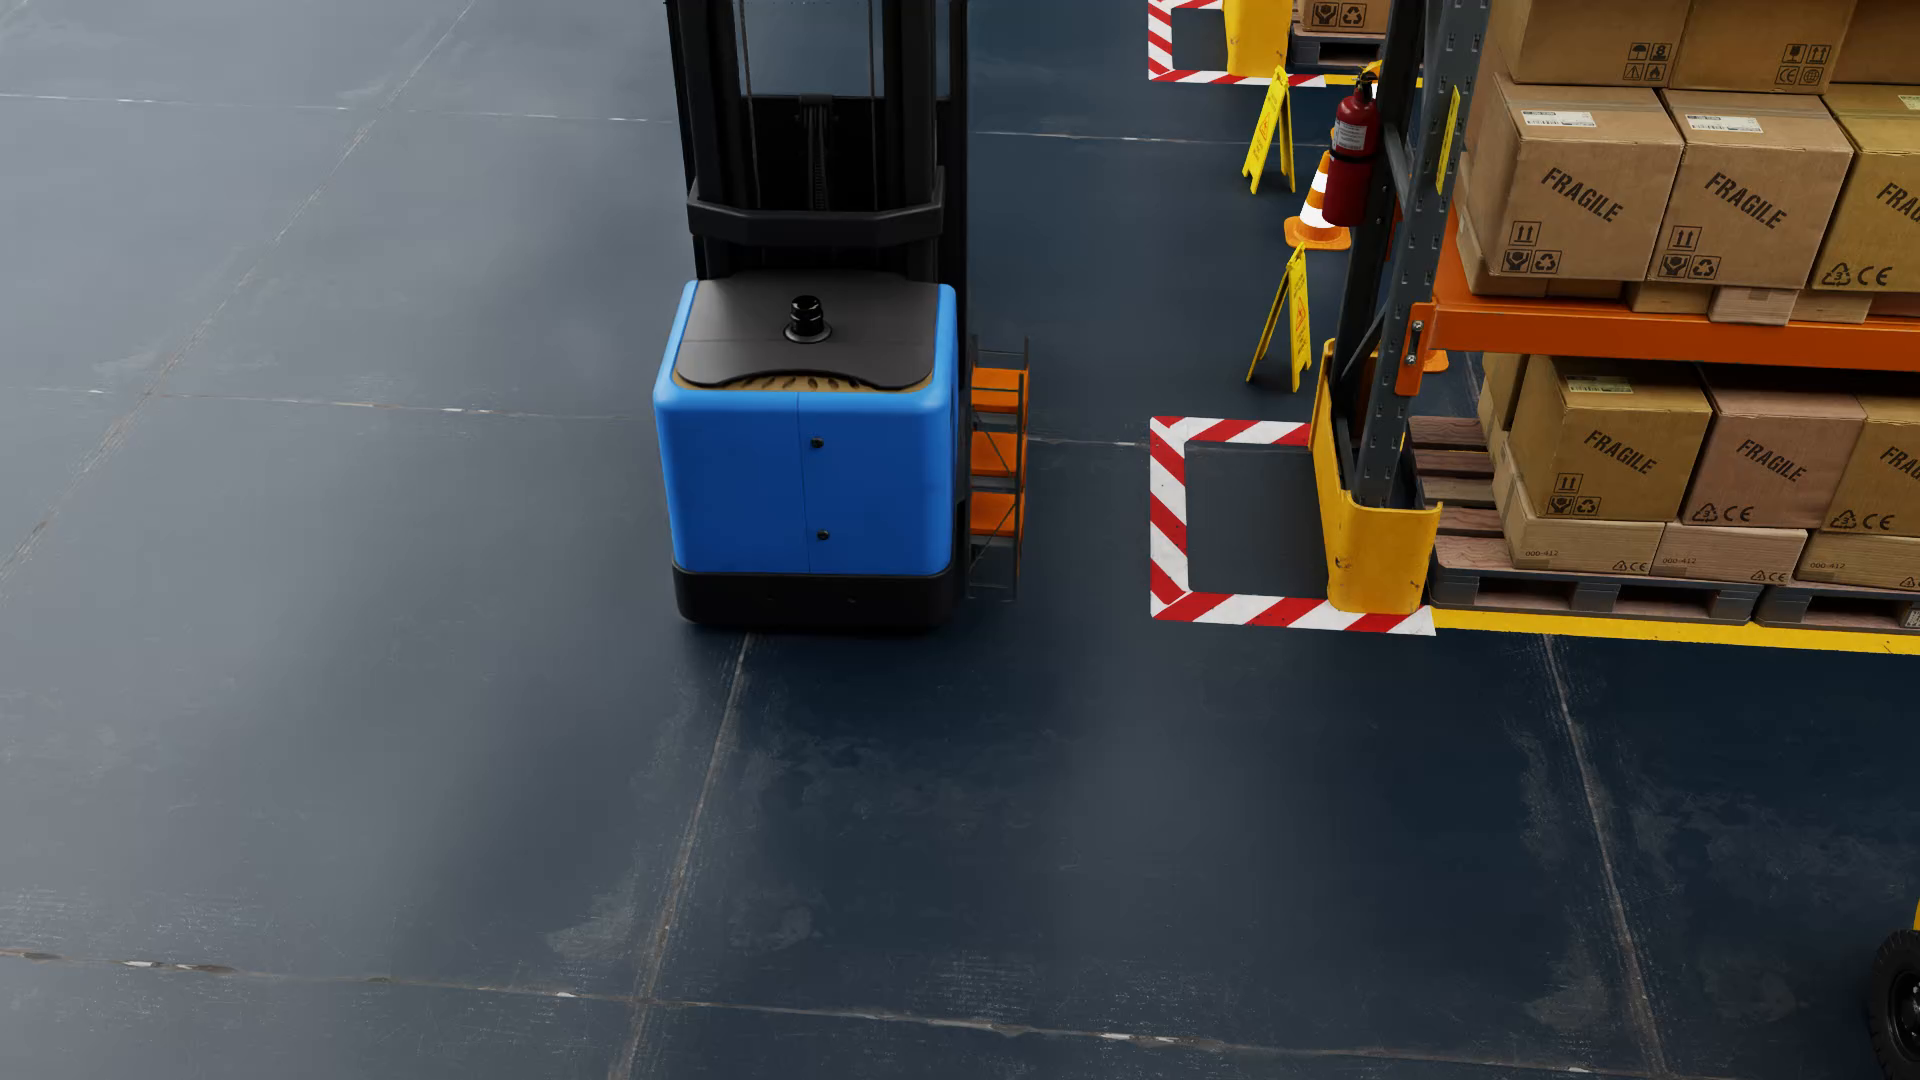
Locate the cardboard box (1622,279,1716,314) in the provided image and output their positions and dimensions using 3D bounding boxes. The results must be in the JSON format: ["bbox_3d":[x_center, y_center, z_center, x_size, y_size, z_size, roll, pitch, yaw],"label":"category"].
[{"bbox_3d":[2.398,-0.936,5.694,0.250,0.149,0.380,2,39,2],"label":"cardboard box"}]

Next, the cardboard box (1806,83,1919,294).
[{"bbox_3d":[3.040,-1.153,5.447,0.500,0.500,0.500,2,39,3],"label":"cardboard box"}]

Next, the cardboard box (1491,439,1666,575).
[{"bbox_3d":[2.347,-0.131,6.352,0.500,0.250,0.500,3,39,3],"label":"cardboard box"}]

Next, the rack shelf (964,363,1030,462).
[{"bbox_3d":[0.135,-0.464,6.026,0.215,0.259,0.240,4,39,5],"label":"rack shelf"}]

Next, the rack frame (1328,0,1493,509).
[{"bbox_3d":[1.568,-1.252,5.884,0.127,3.000,1.000,3,39,4],"label":"rack frame"}]

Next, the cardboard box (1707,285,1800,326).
[{"bbox_3d":[2.647,-0.893,5.642,0.250,0.149,0.380,4,39,5],"label":"cardboard box"}]

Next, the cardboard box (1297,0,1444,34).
[{"bbox_3d":[2.575,-3.715,10.259,0.875,0.875,0.875,3,39,4],"label":"cardboard box"}]

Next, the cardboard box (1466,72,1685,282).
[{"bbox_3d":[2.016,-1.206,5.512,0.500,0.500,0.500,3,39,3],"label":"cardboard box"}]

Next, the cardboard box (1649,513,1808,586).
[{"bbox_3d":[2.855,-0.098,6.312,0.500,0.250,0.500,4,39,5],"label":"cardboard box"}]

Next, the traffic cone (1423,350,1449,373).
[{"bbox_3d":[2.107,-1.056,7.653,0.334,0.463,0.336,3,39,4],"label":"traffic cone"}]

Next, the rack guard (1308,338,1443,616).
[{"bbox_3d":[1.643,-0.279,6.668,0.348,0.500,1.175,3,39,4],"label":"rack guard"}]

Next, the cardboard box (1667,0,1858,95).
[{"bbox_3d":[2.599,-1.872,5.537,0.500,0.500,0.700,3,39,4],"label":"cardboard box"}]

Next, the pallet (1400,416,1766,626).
[{"bbox_3d":[2.450,-0.100,6.677,1.213,0.211,1.003,3,39,4],"label":"pallet"}]

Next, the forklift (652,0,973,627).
[{"bbox_3d":[-0.508,-1.719,6.511,1.130,2.935,3.031,1,39,1],"label":"forklift"}]

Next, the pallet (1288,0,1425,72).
[{"bbox_3d":[2.697,-3.295,10.602,1.213,0.211,1.003,3,39,4],"label":"pallet"}]

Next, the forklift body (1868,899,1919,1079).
[{"bbox_3d":[3.190,1.155,3.599,1.214,2.155,2.313,3,39,4],"label":"forklift body"}]

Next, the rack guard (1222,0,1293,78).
[{"bbox_3d":[1.870,-3.403,10.506,0.348,0.500,1.175,3,39,4],"label":"rack guard"}]

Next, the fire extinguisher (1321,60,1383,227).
[{"bbox_3d":[1.493,-1.518,6.272,0.183,0.674,0.296,3,39,4],"label":"fire extinguisher"}]

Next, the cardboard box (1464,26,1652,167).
[{"bbox_3d":[2.132,-1.550,5.935,0.500,0.500,0.500,2,39,3],"label":"cardboard box"}]

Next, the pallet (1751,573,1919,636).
[{"bbox_3d":[3.662,-0.032,6.594,1.213,0.211,1.003,3,39,4],"label":"pallet"}]

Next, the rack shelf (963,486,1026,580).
[{"bbox_3d":[0.133,-0.028,6.381,0.215,0.259,0.240,4,39,5],"label":"rack shelf"}]

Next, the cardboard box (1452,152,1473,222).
[{"bbox_3d":[1.959,-1.269,6.103,0.250,0.149,0.380,4,39,5],"label":"cardboard box"}]

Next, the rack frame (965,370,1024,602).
[{"bbox_3d":[0.121,-0.175,6.105,0.200,1.050,0.008,4,39,5],"label":"rack frame"}]

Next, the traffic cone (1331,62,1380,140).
[{"bbox_3d":[2.301,-2.465,9.383,0.334,0.463,0.336,3,39,4],"label":"traffic cone"}]

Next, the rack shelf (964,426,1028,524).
[{"bbox_3d":[0.134,-0.244,6.205,0.215,0.259,0.240,4,39,5],"label":"rack shelf"}]

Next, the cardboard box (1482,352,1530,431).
[{"bbox_3d":[2.388,-0.760,6.530,0.500,0.500,0.500,3,39,4],"label":"cardboard box"}]

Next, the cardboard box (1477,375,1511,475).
[{"bbox_3d":[2.420,-0.473,6.771,0.500,0.250,0.500,3,39,4],"label":"cardboard box"}]

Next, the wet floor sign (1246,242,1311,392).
[{"bbox_3d":[1.471,-1.023,7.466,0.232,0.644,0.267,16,42,19],"label":"wet floor sign"}]

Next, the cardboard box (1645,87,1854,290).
[{"bbox_3d":[2.532,-1.180,5.480,0.500,0.500,0.500,4,39,5],"label":"cardboard box"}]

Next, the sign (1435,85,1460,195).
[{"bbox_3d":[1.521,-1.247,5.191,0.005,0.325,0.100,3,39,4],"label":"sign"}]

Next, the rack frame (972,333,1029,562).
[{"bbox_3d":[0.148,-0.329,6.293,0.200,1.050,0.008,4,39,5],"label":"rack frame"}]

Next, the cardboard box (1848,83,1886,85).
[{"bbox_3d":[3.129,-1.491,5.862,0.500,0.500,0.500,3,39,4],"label":"cardboard box"}]

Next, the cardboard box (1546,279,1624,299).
[{"bbox_3d":[2.141,-1.002,5.775,0.250,0.149,0.380,4,39,5],"label":"cardboard box"}]

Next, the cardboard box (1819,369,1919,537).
[{"bbox_3d":[3.392,-0.363,6.042,0.500,0.500,0.500,4,39,5],"label":"cardboard box"}]

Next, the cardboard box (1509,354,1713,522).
[{"bbox_3d":[2.371,-0.421,6.114,0.500,0.500,0.500,2,39,2],"label":"cardboard box"}]

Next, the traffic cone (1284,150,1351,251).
[{"bbox_3d":[1.864,-1.773,8.533,0.334,0.463,0.336,3,39,4],"label":"traffic cone"}]

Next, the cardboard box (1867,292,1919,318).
[{"bbox_3d":[3.176,-0.924,5.679,0.250,0.149,0.380,4,39,5],"label":"cardboard box"}]

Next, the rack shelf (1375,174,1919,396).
[{"bbox_3d":[3.560,-0.864,5.977,4.000,0.370,1.077,3,39,4],"label":"rack shelf"}]

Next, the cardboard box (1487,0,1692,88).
[{"bbox_3d":[2.095,-1.904,5.577,0.500,0.500,0.700,2,39,3],"label":"cardboard box"}]

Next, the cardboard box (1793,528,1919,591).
[{"bbox_3d":[3.400,-0.077,6.285,0.500,0.250,0.500,6,39,7],"label":"cardboard box"}]

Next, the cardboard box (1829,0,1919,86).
[{"bbox_3d":[3.116,-1.908,5.583,0.500,0.500,0.700,3,39,3],"label":"cardboard box"}]

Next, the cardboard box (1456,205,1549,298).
[{"bbox_3d":[1.888,-1.006,5.780,0.250,0.149,0.380,3,39,4],"label":"cardboard box"}]

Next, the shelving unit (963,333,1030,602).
[{"bbox_3d":[0.134,-0.252,6.199,0.215,1.050,0.252,4,39,5],"label":"shelving unit"}]

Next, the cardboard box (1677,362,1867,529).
[{"bbox_3d":[2.892,-0.395,6.082,0.500,0.500,0.500,2,39,2],"label":"cardboard box"}]

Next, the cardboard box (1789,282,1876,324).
[{"bbox_3d":[2.908,-0.900,5.650,0.250,0.149,0.380,4,39,5],"label":"cardboard box"}]

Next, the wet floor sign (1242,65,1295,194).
[{"bbox_3d":[1.694,-2.214,8.931,0.232,0.644,0.267,-3,39,-4],"label":"wet floor sign"}]
